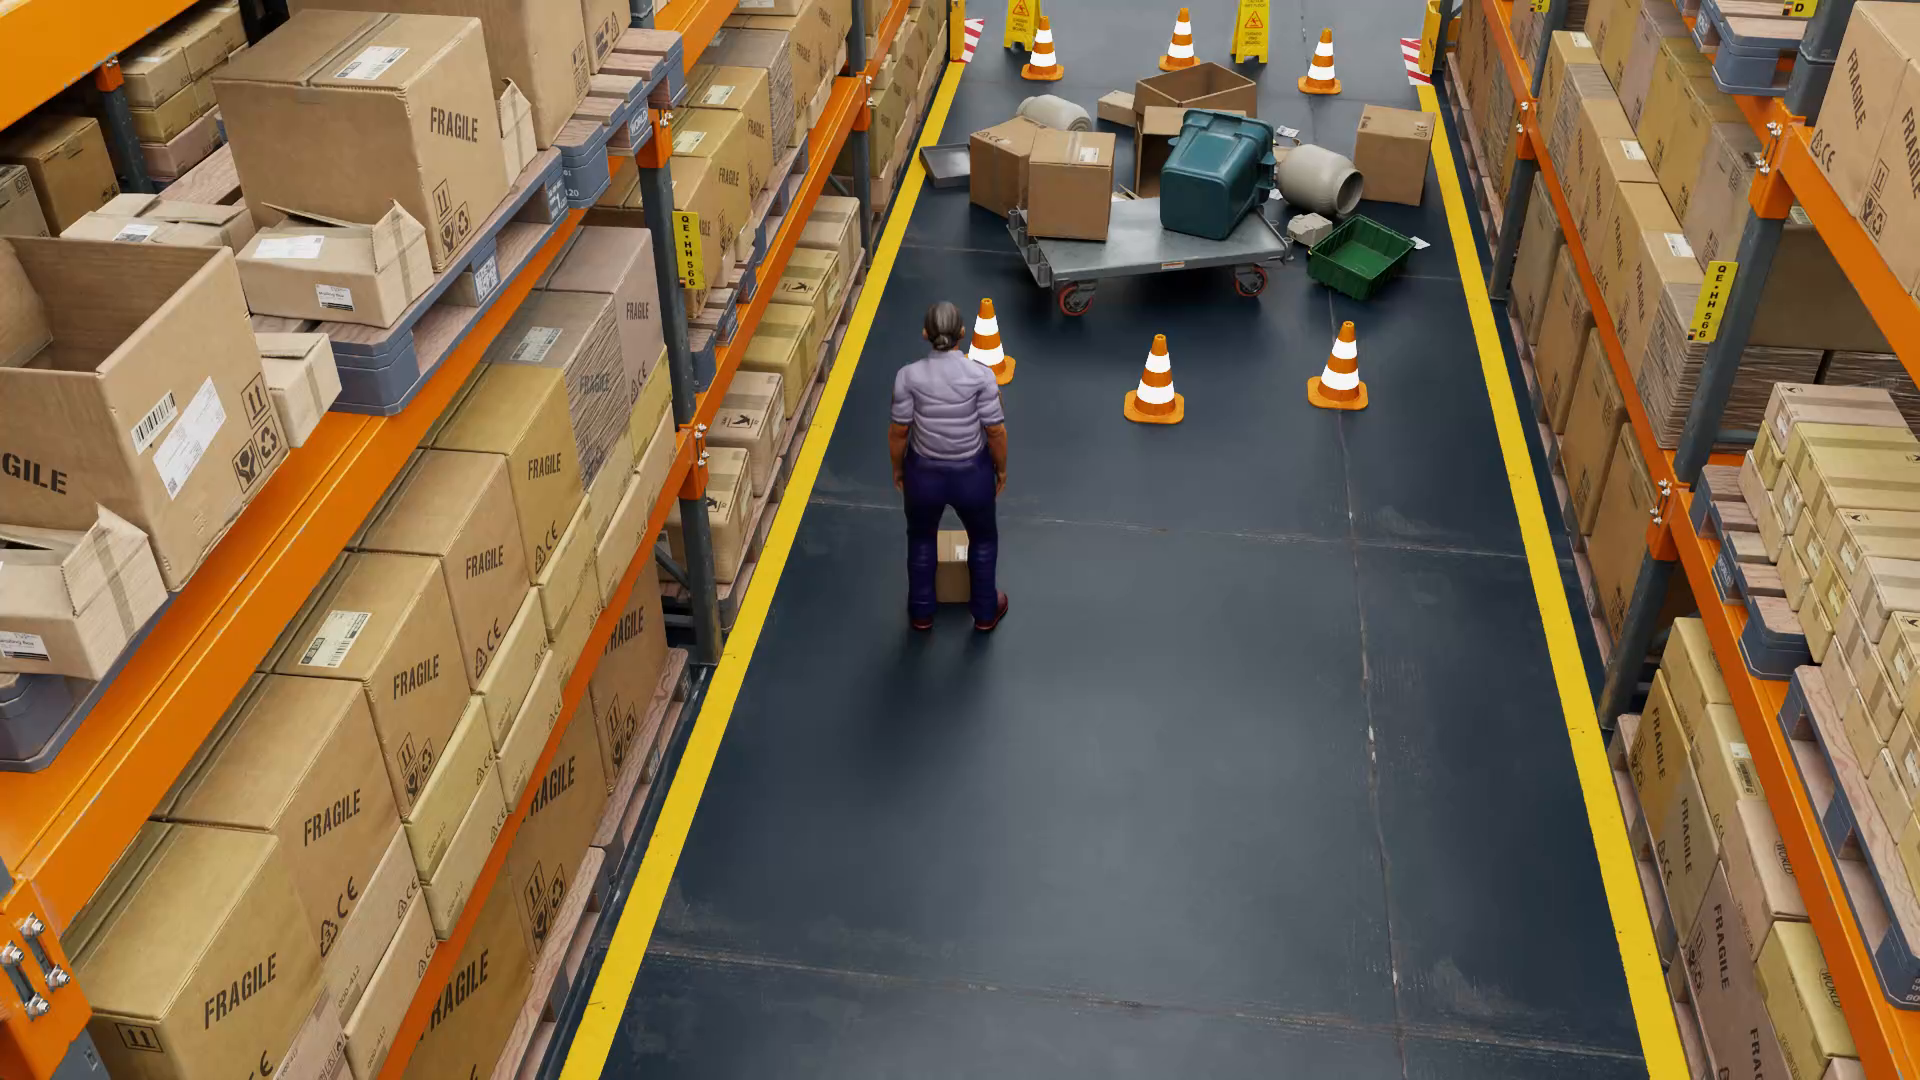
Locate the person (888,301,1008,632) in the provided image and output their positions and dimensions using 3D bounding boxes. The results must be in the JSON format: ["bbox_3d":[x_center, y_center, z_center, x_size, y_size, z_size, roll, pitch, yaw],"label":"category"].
[{"bbox_3d":[-0.043,-0.292,7.442,0.542,1.651,0.369,2,36,2],"label":"person"}]
